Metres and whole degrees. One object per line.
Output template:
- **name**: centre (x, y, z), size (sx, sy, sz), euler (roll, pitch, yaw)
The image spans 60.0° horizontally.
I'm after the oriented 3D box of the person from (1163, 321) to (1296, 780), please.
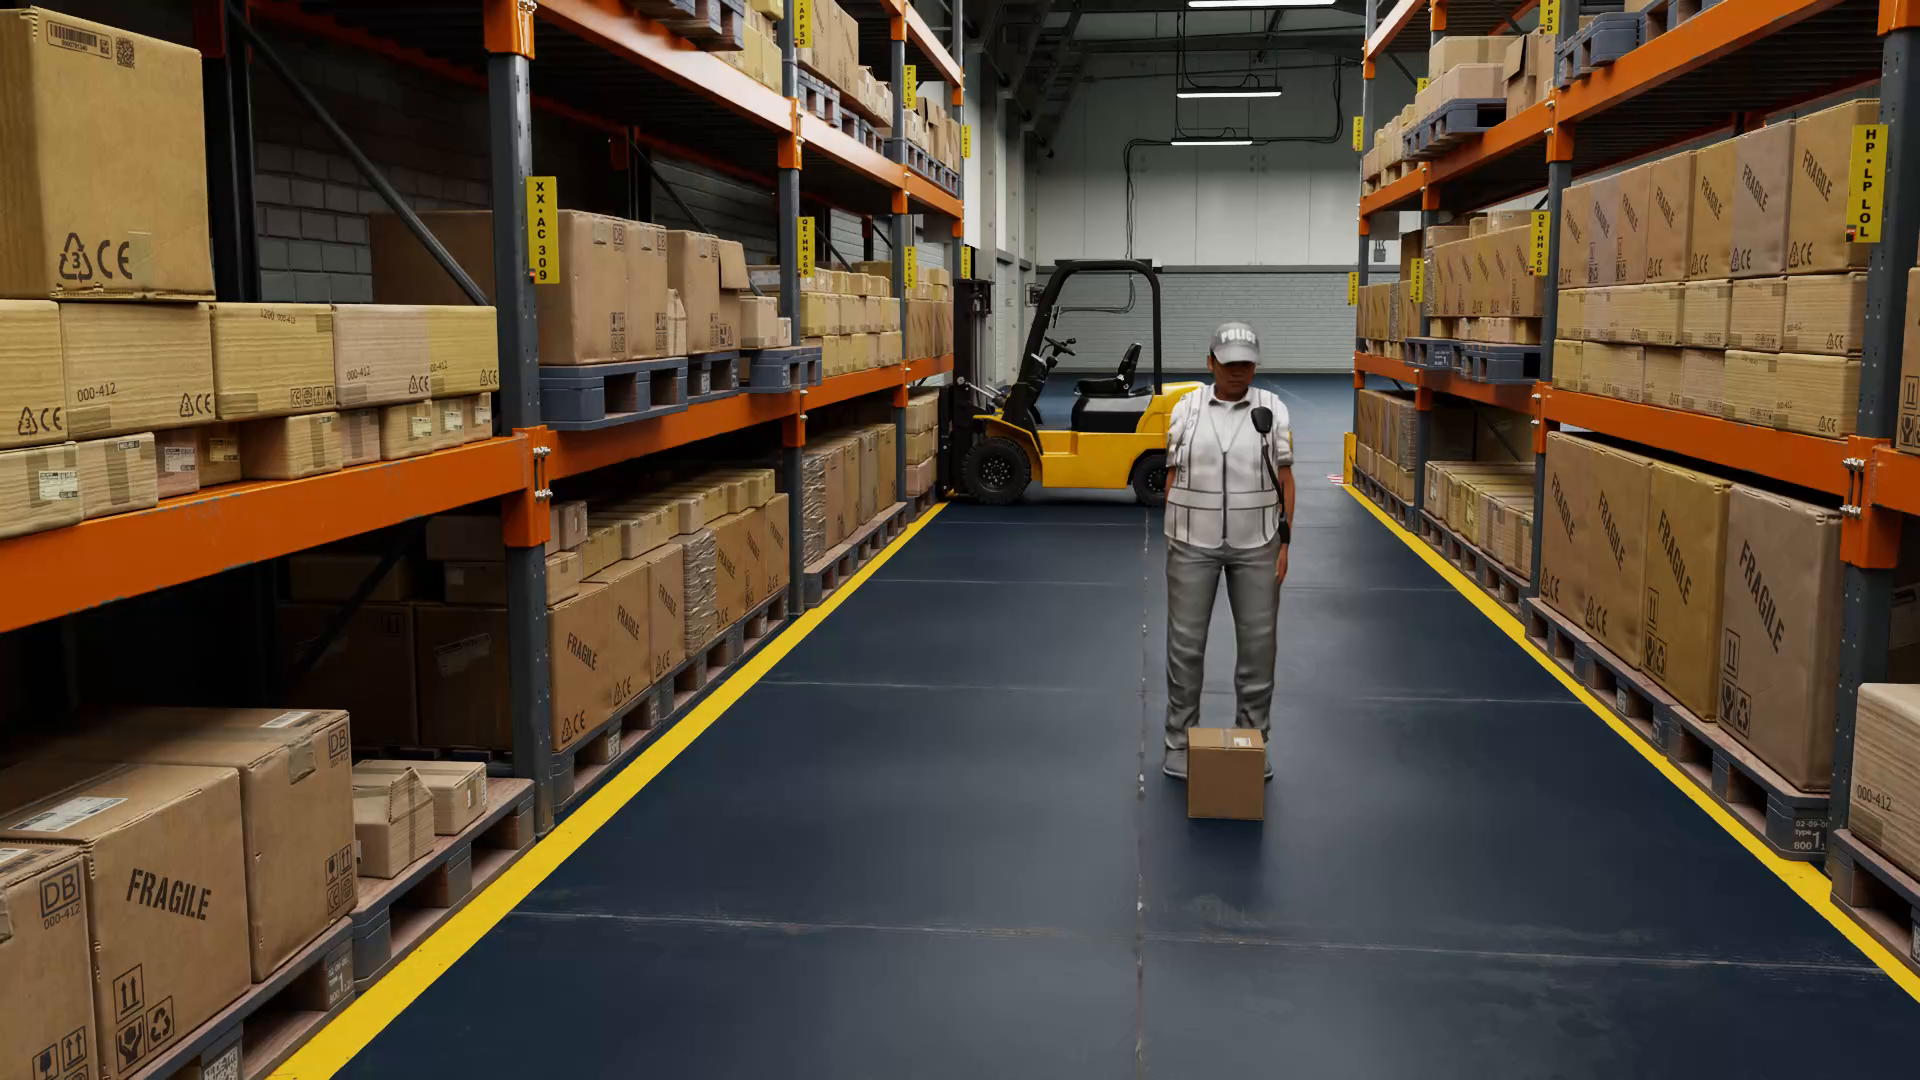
- **person**: centre (0.978, 0.039, 6.046), size (0.469, 1.659, 0.390), euler (1, 8, 8)
